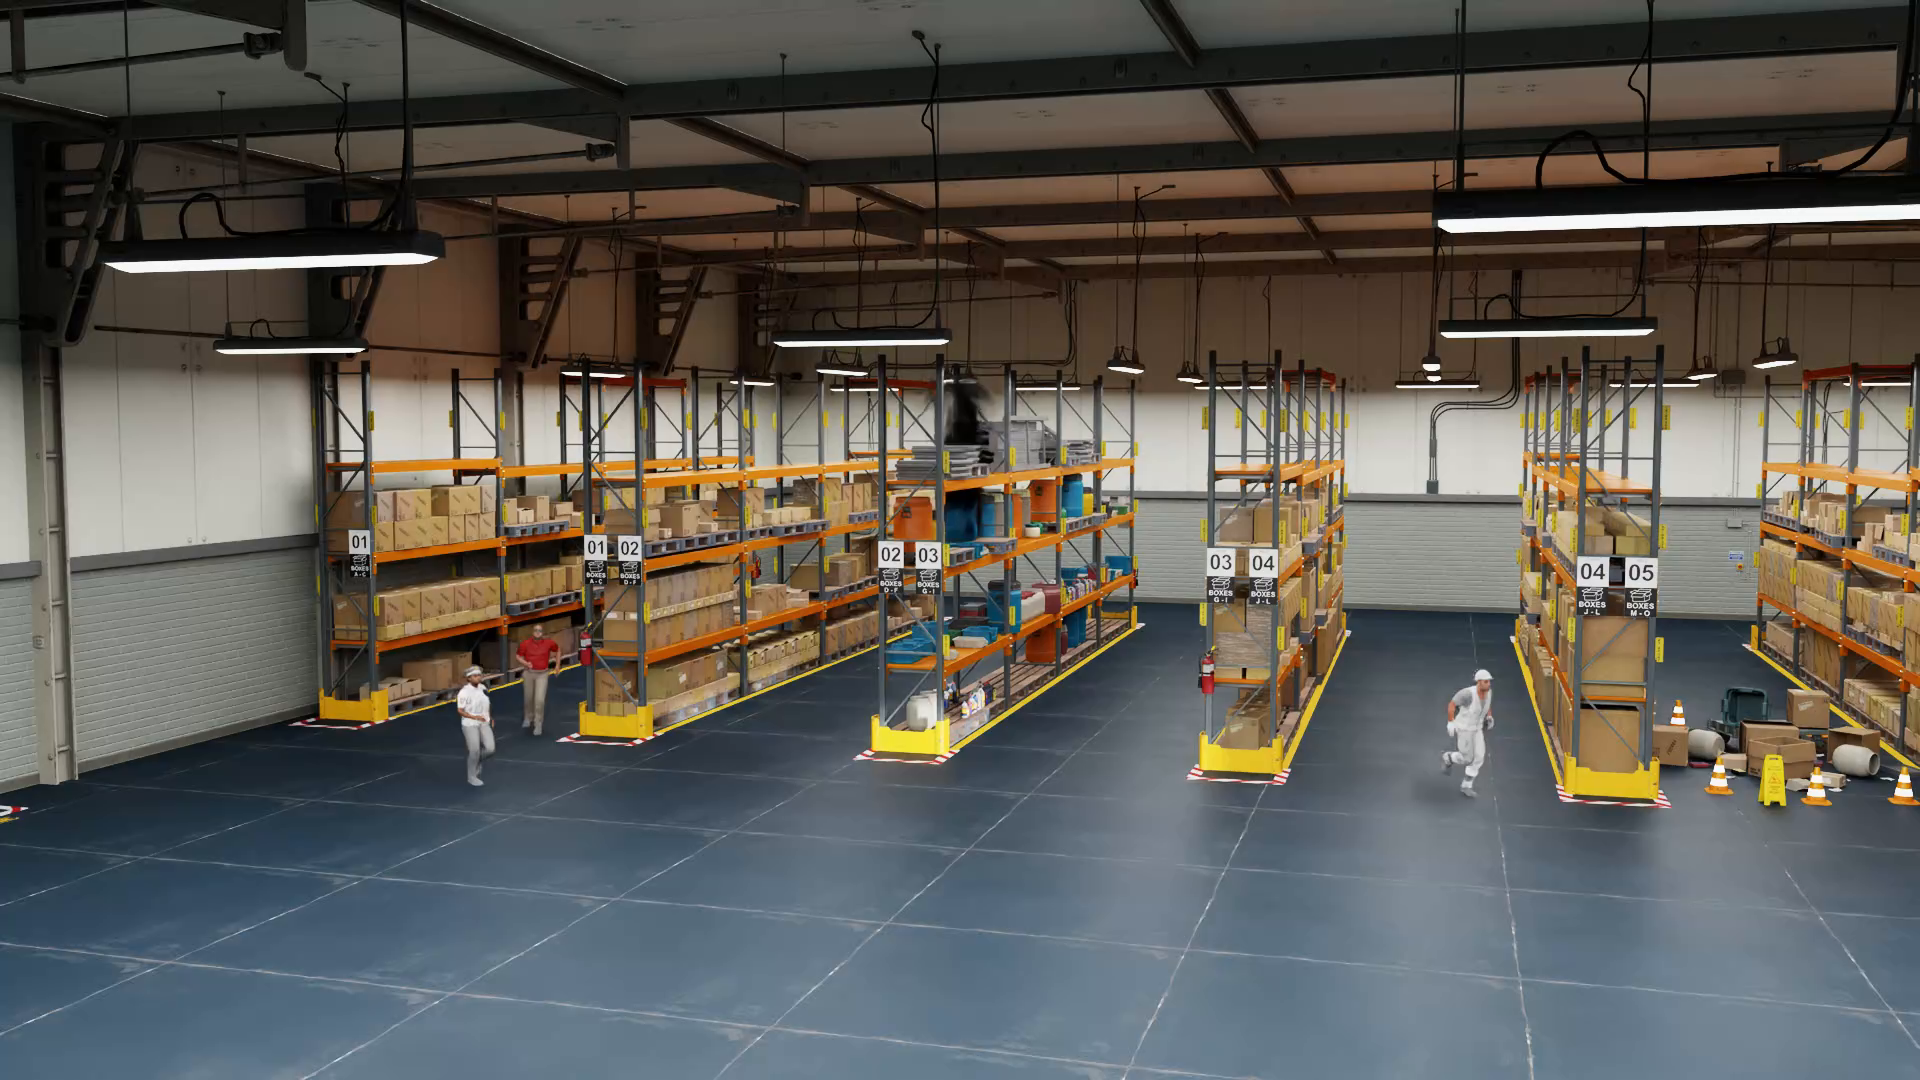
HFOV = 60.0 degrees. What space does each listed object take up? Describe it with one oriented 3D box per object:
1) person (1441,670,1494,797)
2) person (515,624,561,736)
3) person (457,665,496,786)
[{"bbox_3d":[6.838,2.568,22.402,0.655,1.717,0.847,-2,5,-31],"label":"person"},{"bbox_3d":[-6.797,2.239,26.792,0.694,1.799,0.806,-1,4,-8],"label":"person"},{"bbox_3d":[-6.627,2.546,22.871,0.554,1.661,0.569,3,5,39],"label":"person"}]
